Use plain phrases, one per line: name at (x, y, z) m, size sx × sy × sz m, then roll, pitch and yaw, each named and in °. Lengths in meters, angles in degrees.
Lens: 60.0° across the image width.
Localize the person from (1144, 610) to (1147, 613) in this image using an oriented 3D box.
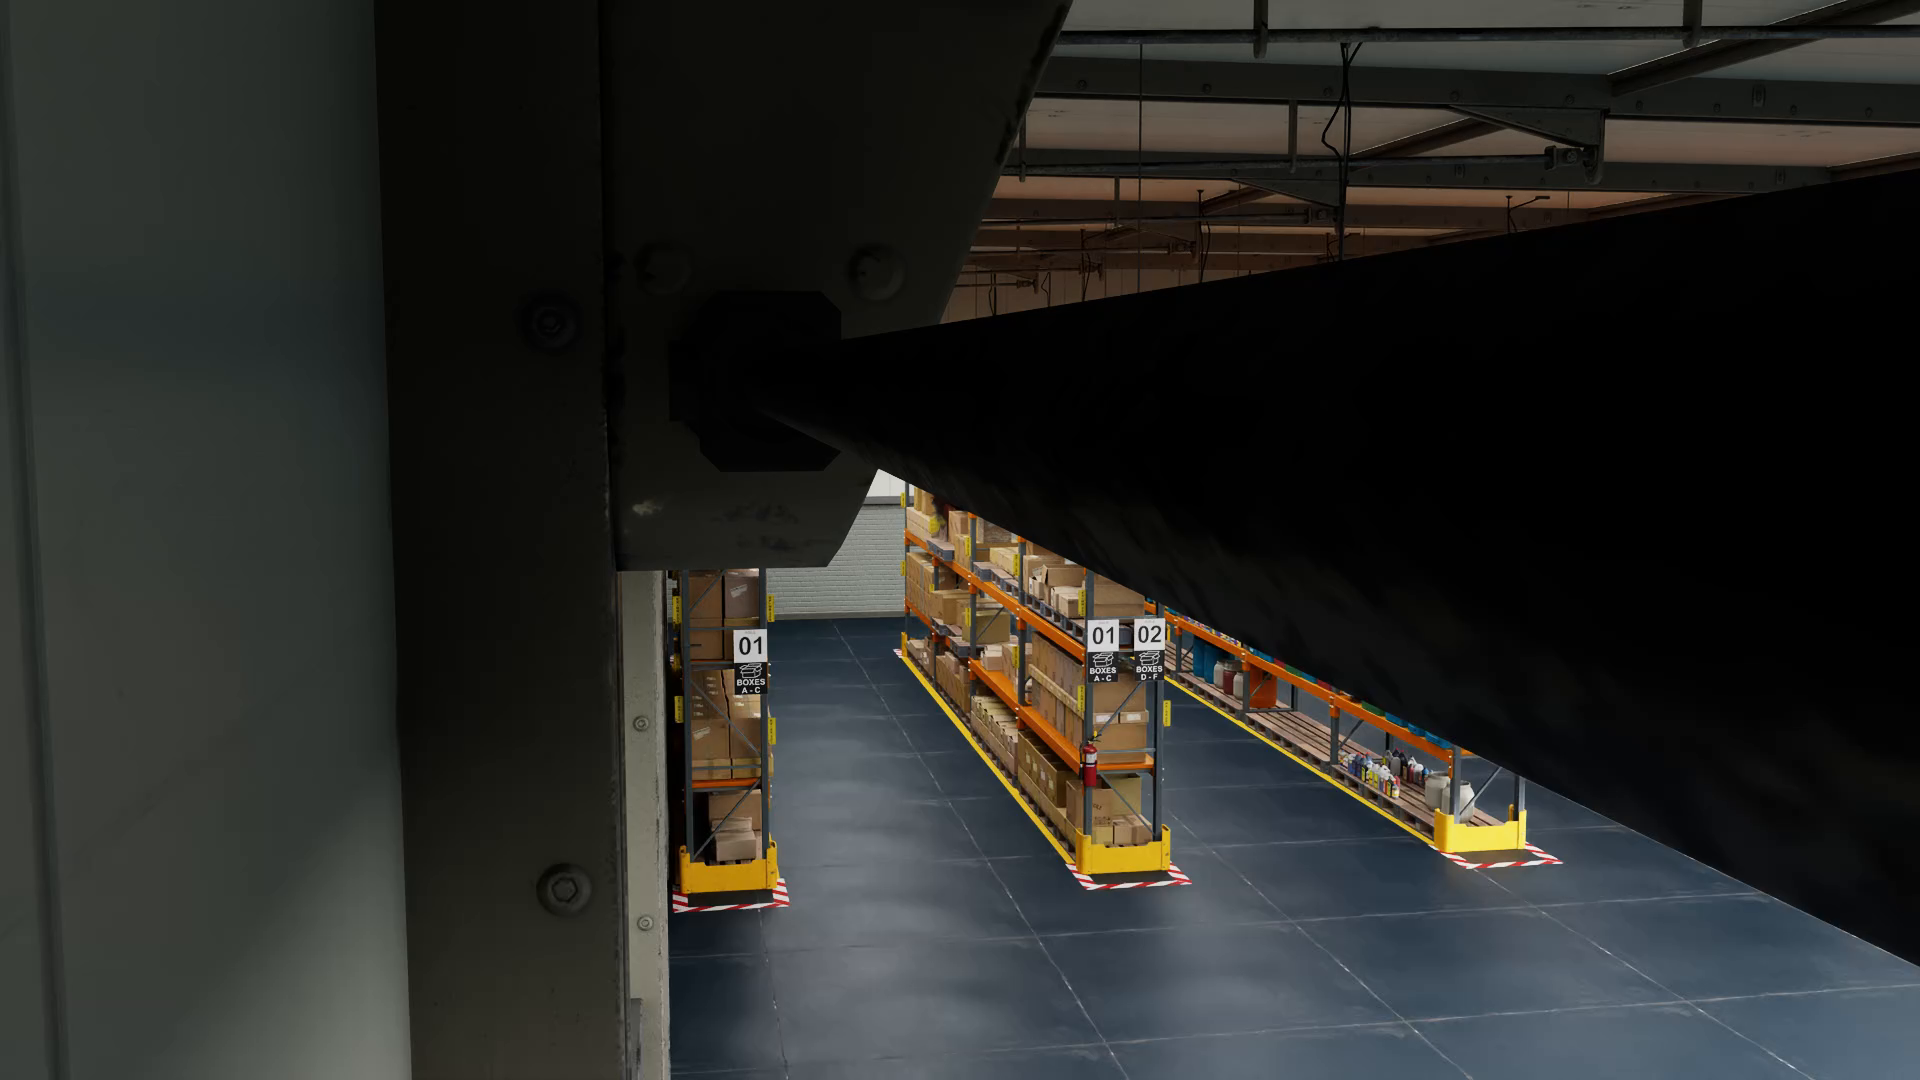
person at (4.244, 1.329, 39.877) m, size 0.562 × 1.736 × 0.662 m, roll 0°, pitch 6°, yaw 4°

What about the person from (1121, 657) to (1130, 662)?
person at (2.866, 2.508, 29.725) m, size 0.514 × 1.531 × 0.653 m, roll -2°, pitch 6°, yaw -15°
